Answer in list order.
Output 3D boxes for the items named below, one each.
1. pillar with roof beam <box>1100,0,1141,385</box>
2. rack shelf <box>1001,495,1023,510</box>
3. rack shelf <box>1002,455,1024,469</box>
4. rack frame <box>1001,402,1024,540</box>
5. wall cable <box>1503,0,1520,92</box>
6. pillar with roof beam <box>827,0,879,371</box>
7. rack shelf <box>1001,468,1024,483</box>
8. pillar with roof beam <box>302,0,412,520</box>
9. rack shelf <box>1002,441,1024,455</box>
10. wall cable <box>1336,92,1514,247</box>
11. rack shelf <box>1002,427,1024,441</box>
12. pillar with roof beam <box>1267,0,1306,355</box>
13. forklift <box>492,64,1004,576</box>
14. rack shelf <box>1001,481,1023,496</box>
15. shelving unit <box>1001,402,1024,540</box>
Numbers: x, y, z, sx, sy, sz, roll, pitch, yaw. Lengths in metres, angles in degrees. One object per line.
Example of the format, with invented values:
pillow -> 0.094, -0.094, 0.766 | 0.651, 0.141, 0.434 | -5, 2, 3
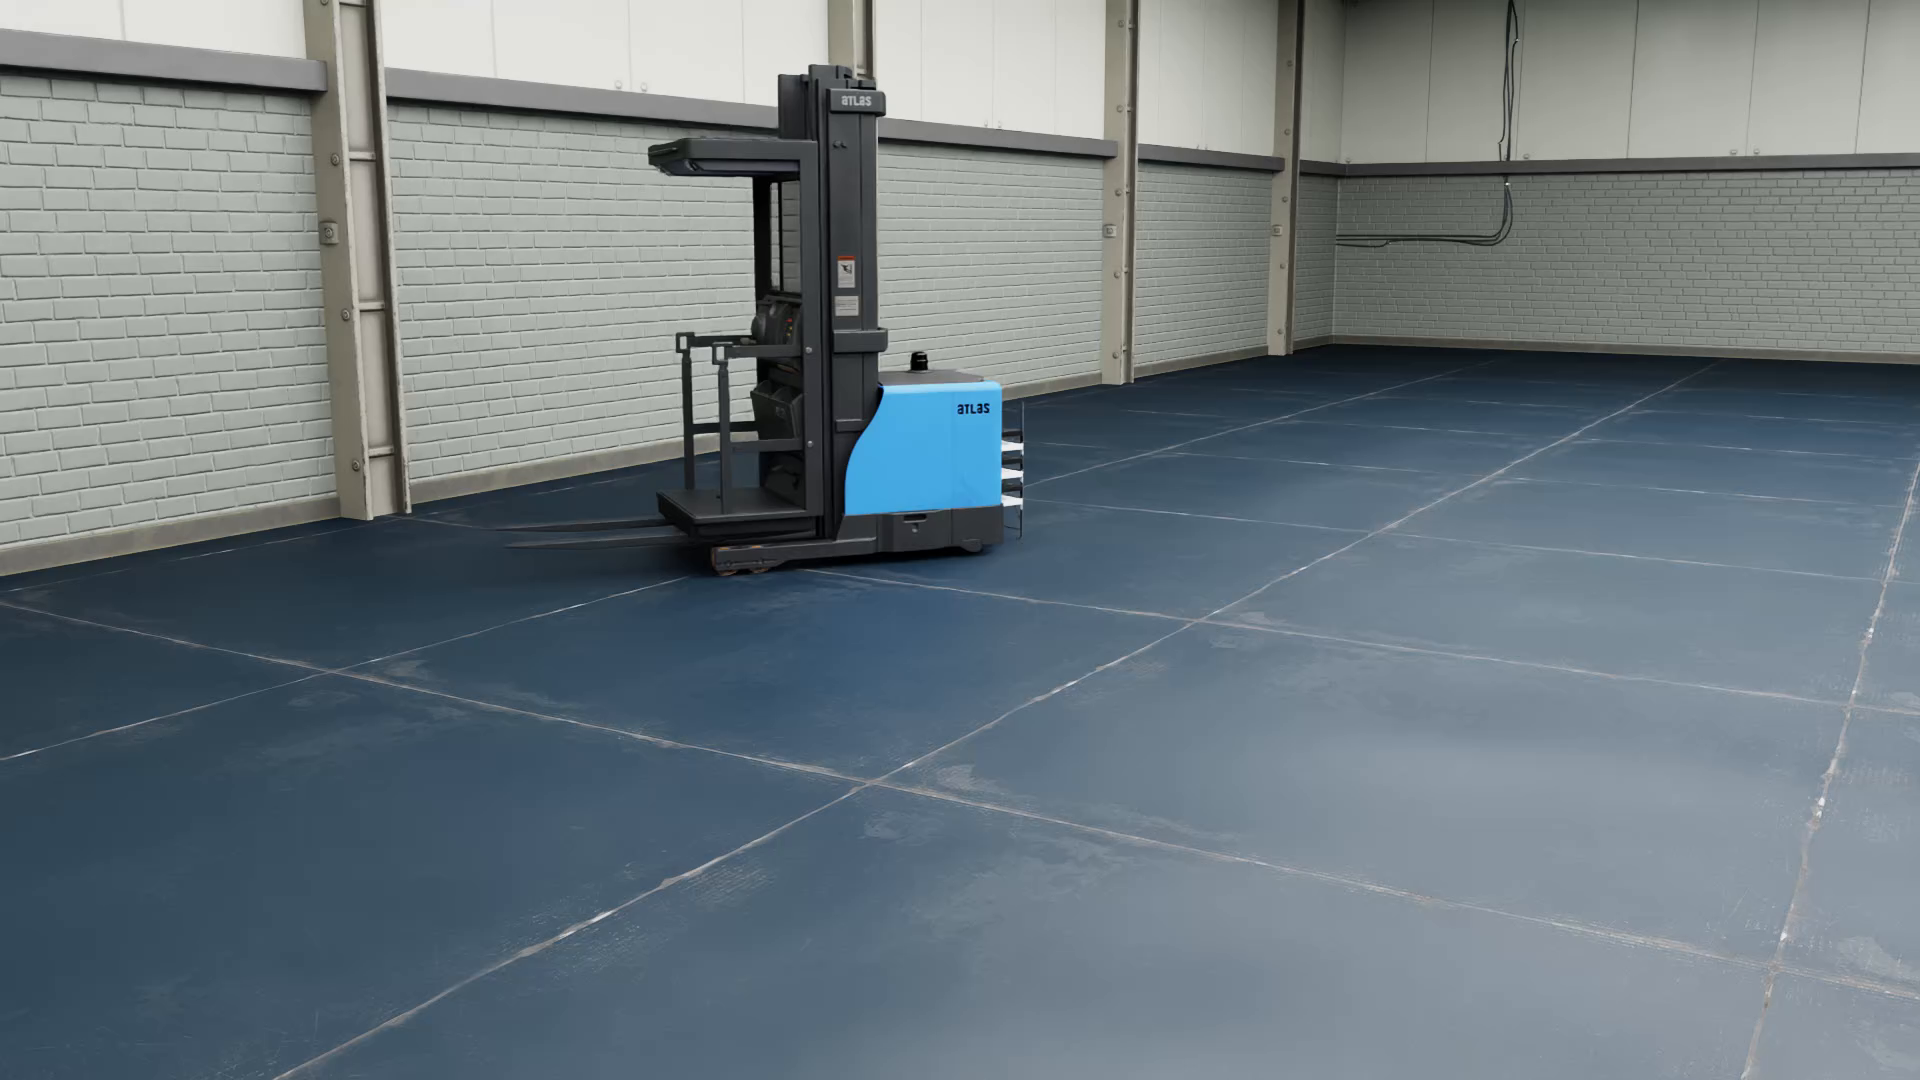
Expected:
pillar with roof beam -> 5.745, -6.082, 18.900 | 9.100, 9.000, 0.400 | 6, 12, 31
rack shelf -> 0.255, -0.241, 10.871 | 0.200, 0.077, 0.258 | -8, 13, -37
rack shelf -> 0.255, -0.507, 10.821 | 0.200, 0.077, 0.258 | -8, 13, -37
rack frame -> 0.336, -0.462, 10.892 | 0.006, 0.900, 0.240 | -8, 13, -37
wall cable -> 10.152, -8.471, 26.378 | 3.097, 2.526, 0.112 | 6, 12, 31
pillar with roof beam -> 2.630, -5.138, 13.860 | 9.100, 9.000, 0.400 | 6, 12, 31
rack shelf -> 0.255, -0.418, 10.838 | 0.200, 0.077, 0.258 | -8, 13, -37
pillar with roof beam -> -0.486, -4.195, 8.820 | 9.100, 9.000, 0.400 | 6, 12, 31
rack shelf -> 0.255, -0.595, 10.805 | 0.200, 0.077, 0.258 | -8, 13, -37
wall cable -> 7.840, -6.247, 28.224 | 3.097, 2.526, 0.112 | 6, 12, 31
rack shelf -> 0.255, -0.684, 10.788 | 0.200, 0.077, 0.258 | -8, 13, -37
pillar with roof beam -> 8.860, -7.025, 23.941 | 9.100, 9.000, 0.400 | 6, 12, 31
forklift -> -1.297, -1.341, 10.066 | 3.031, 2.935, 1.130 | -4, 11, -21
rack shelf -> 0.255, -0.330, 10.854 | 0.200, 0.077, 0.258 | -8, 13, -37
shelving unit -> 0.255, -0.451, 10.832 | 0.210, 0.900, 0.258 | -8, 13, -37
